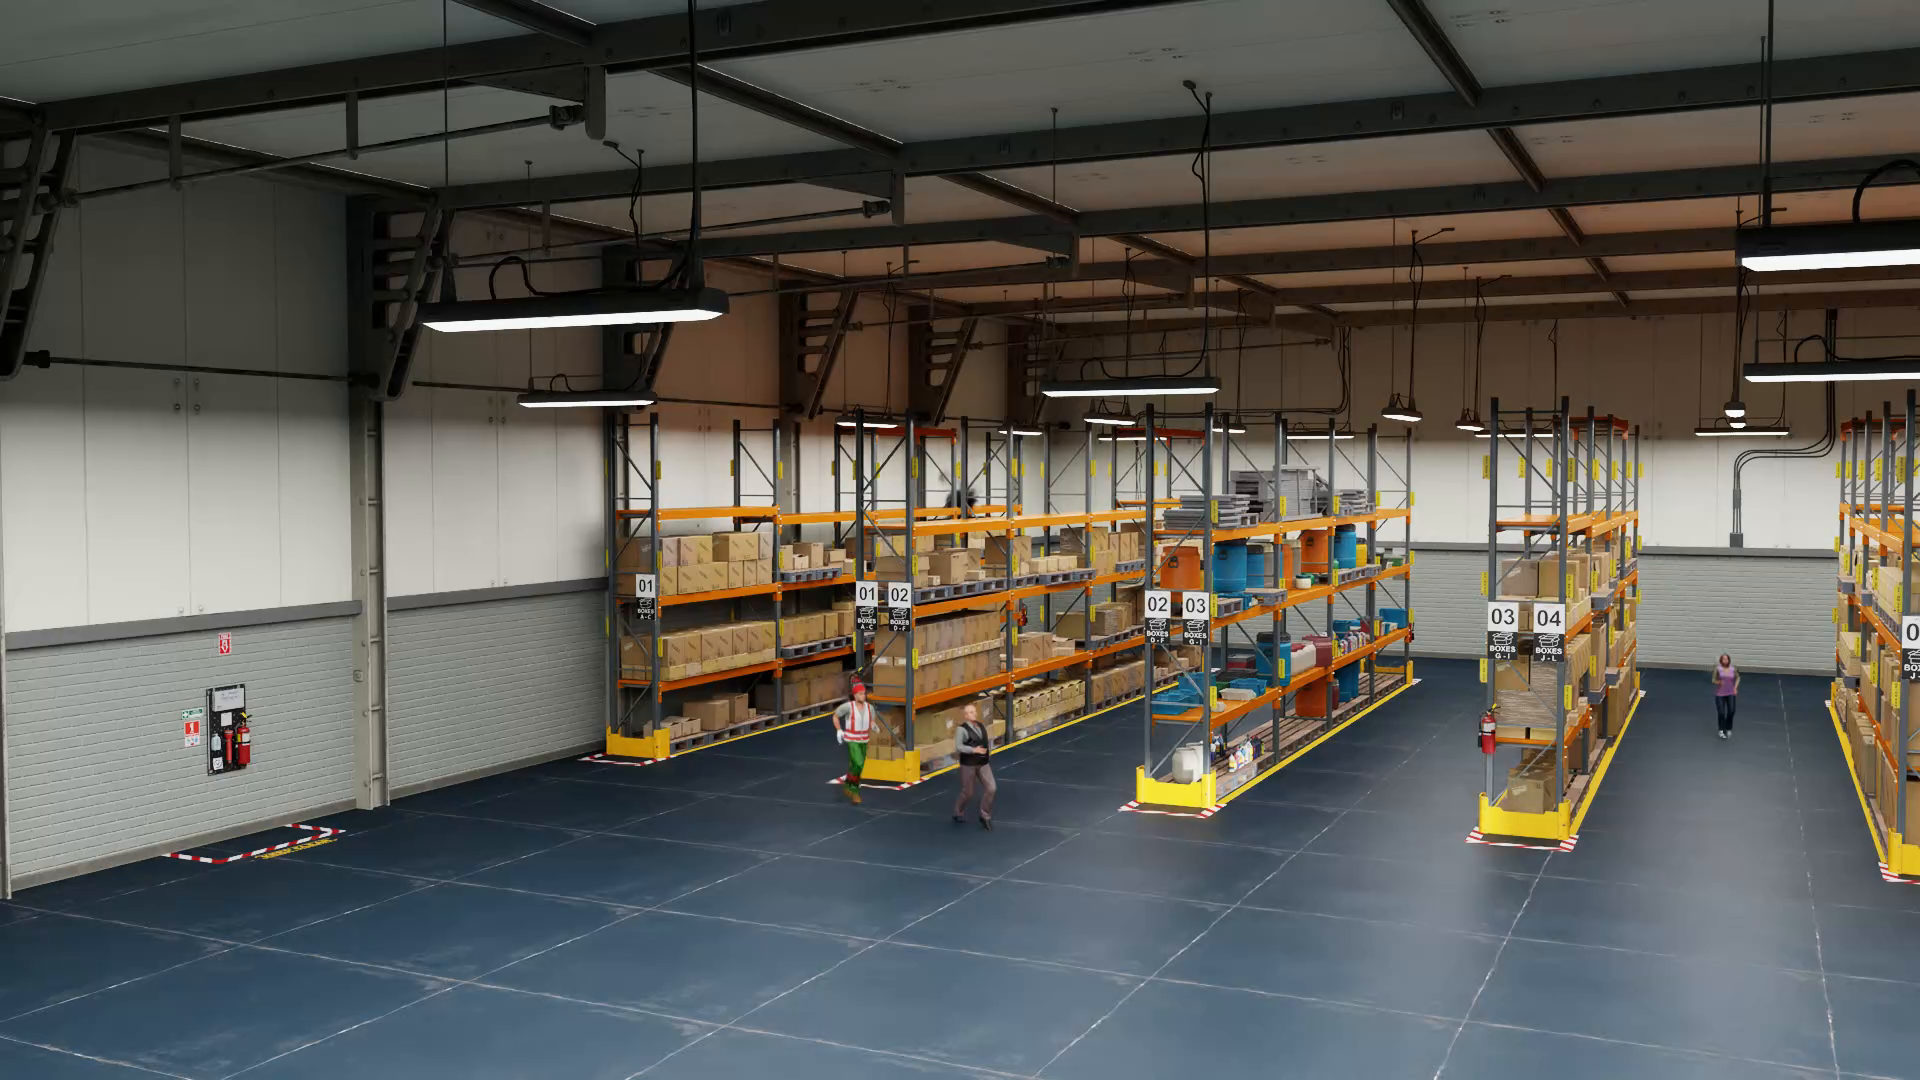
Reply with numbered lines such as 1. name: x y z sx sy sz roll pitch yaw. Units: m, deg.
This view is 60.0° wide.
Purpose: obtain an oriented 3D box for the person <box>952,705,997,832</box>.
1. person: 0.197 3.187 23.257 0.658 1.757 0.755 -2 3 -35

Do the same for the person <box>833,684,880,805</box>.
1. person: -1.545 3.067 25.087 0.589 1.808 0.845 -2 3 -38

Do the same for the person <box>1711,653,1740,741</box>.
1. person: 14.207 2.909 30.842 0.515 1.604 0.625 1 3 18
